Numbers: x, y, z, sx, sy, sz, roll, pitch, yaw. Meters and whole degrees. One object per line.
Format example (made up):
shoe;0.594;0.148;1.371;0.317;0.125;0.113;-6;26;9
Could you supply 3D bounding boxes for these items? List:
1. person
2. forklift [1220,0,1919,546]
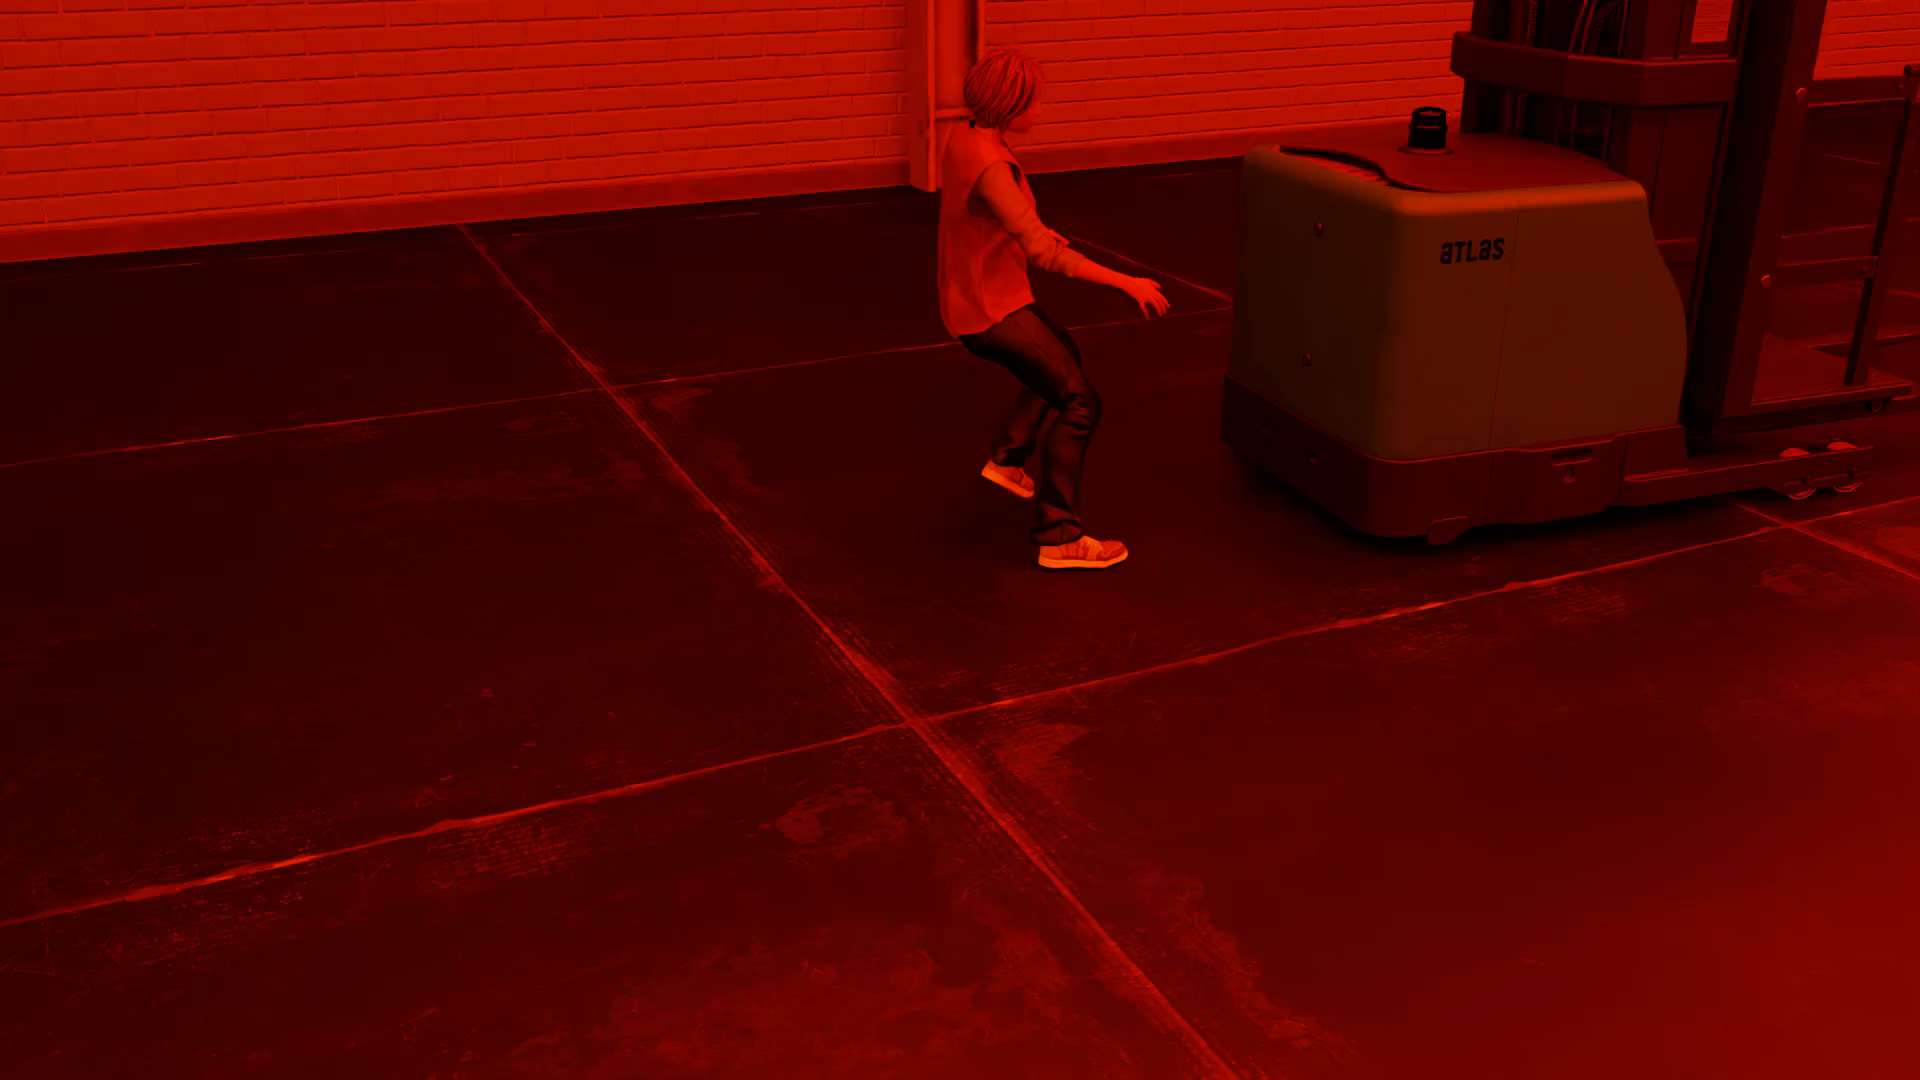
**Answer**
person;0.247;-0.702;4.918;0.606;1.433;0.718;-3;23;-8
forklift;2.475;-1.666;5.298;3.031;2.935;1.130;-8;24;-18
